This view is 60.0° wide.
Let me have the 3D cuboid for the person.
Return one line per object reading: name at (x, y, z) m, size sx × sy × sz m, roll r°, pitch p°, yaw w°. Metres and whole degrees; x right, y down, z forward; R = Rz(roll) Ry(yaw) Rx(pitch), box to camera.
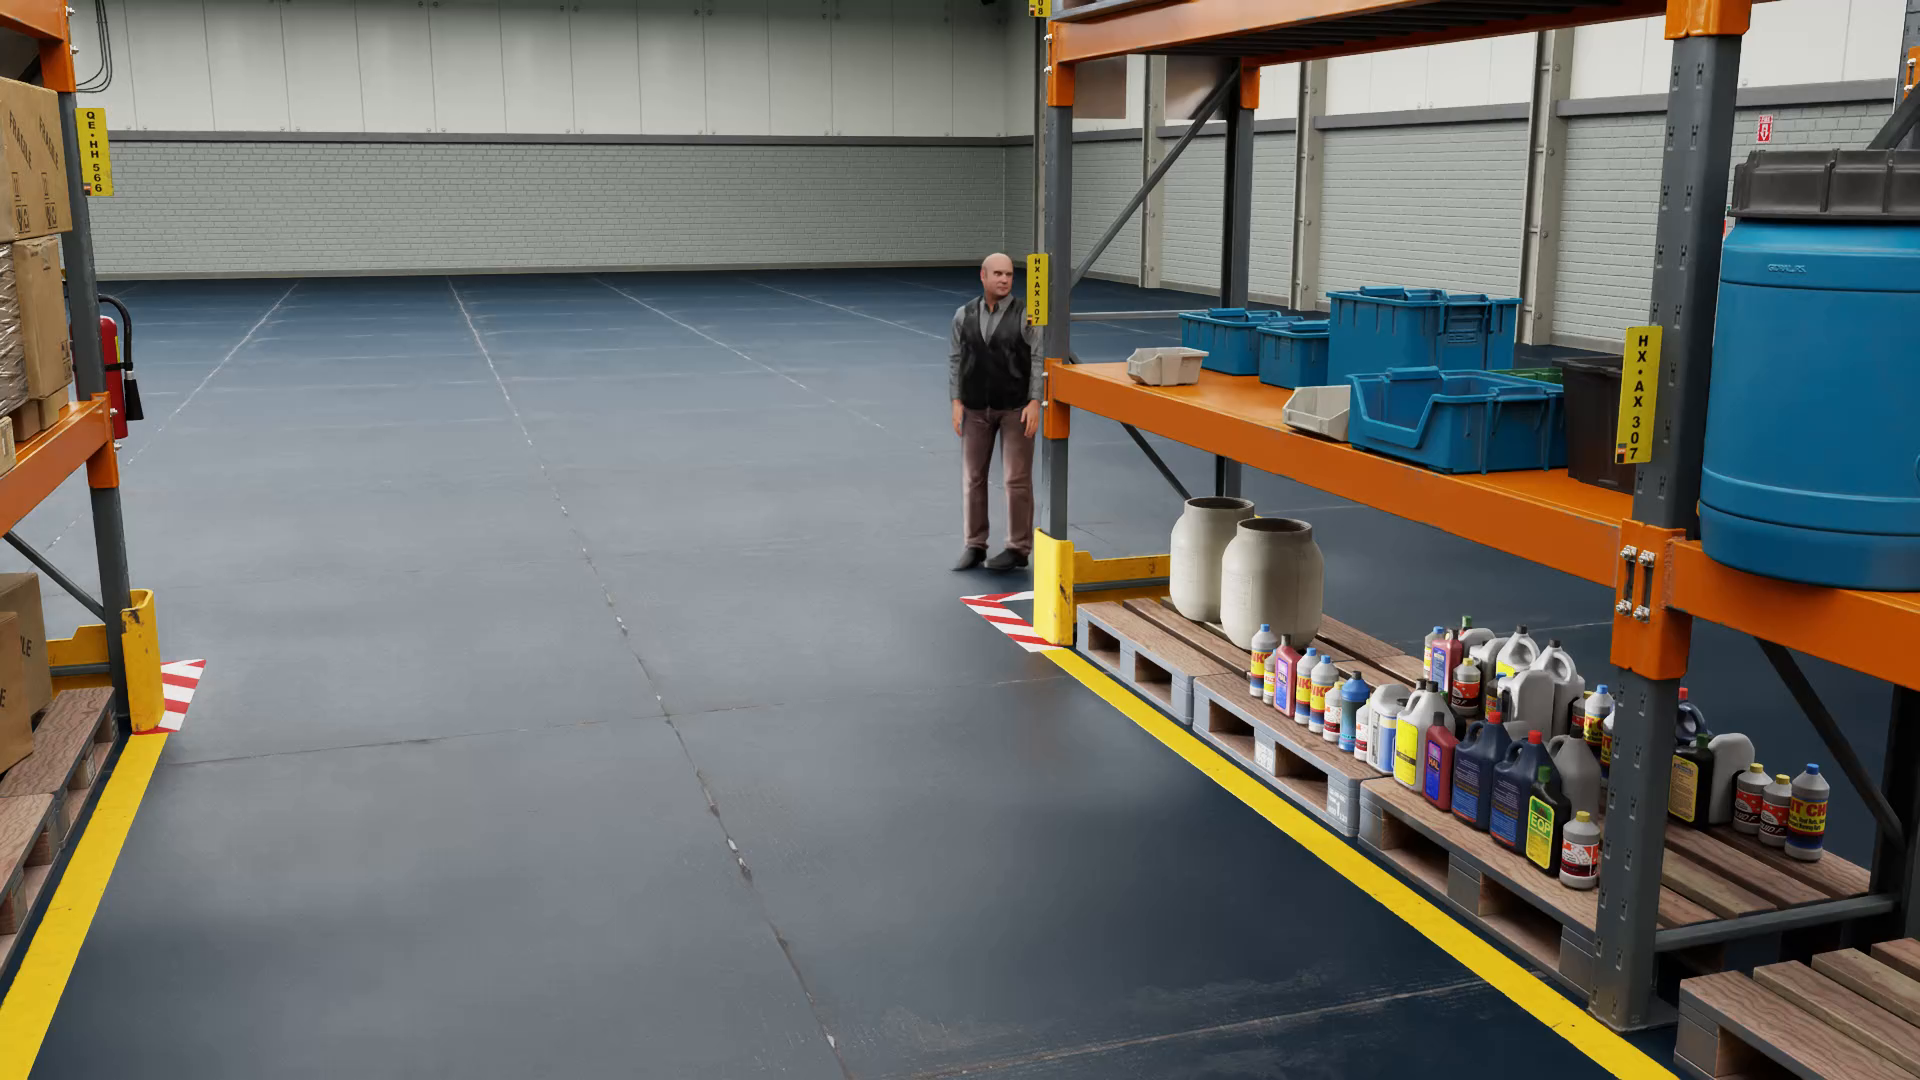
person at (0.193, -0.688, 9.166) m, size 0.571 × 1.761 × 0.423 m, roll 4°, pitch 13°, yaw 19°
